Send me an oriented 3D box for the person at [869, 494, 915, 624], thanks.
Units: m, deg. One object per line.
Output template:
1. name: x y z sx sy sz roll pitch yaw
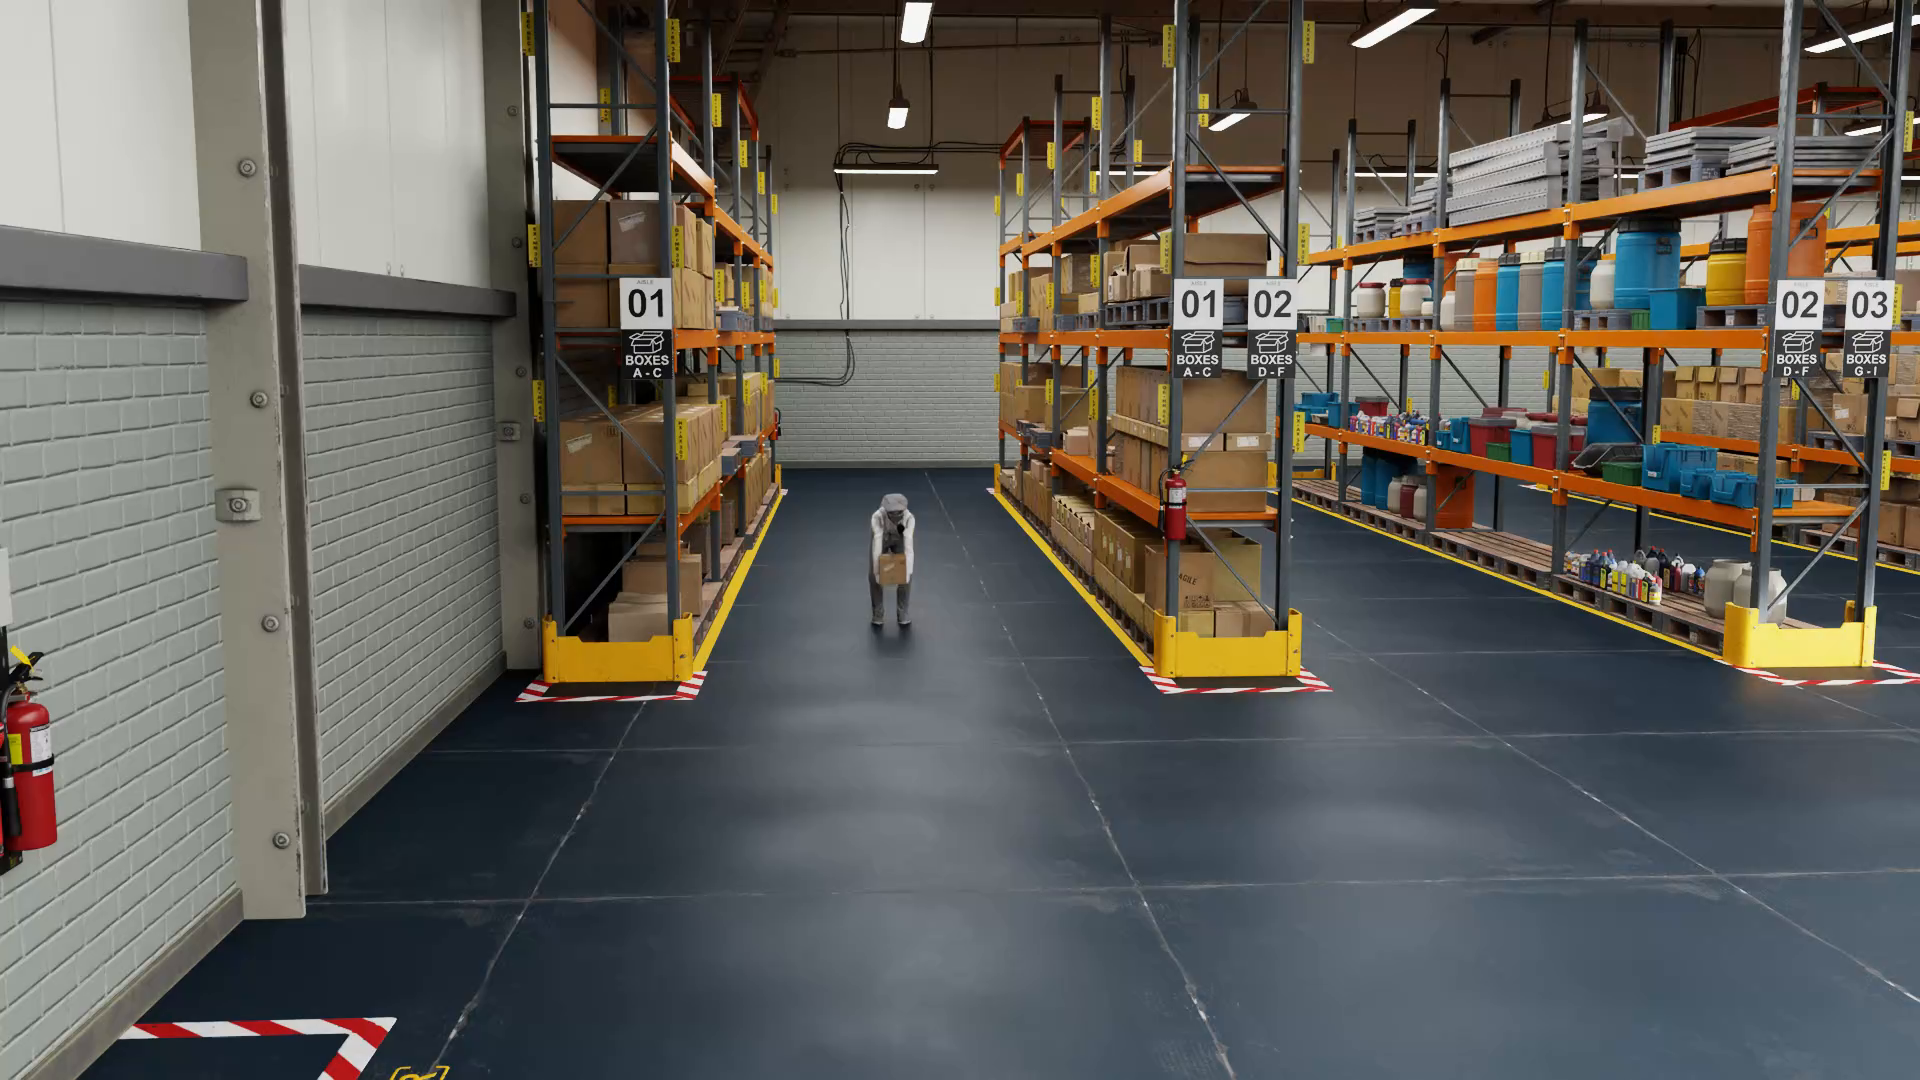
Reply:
1. person: -0.648 0.183 15.792 0.424 1.295 0.879 -1 7 -6
